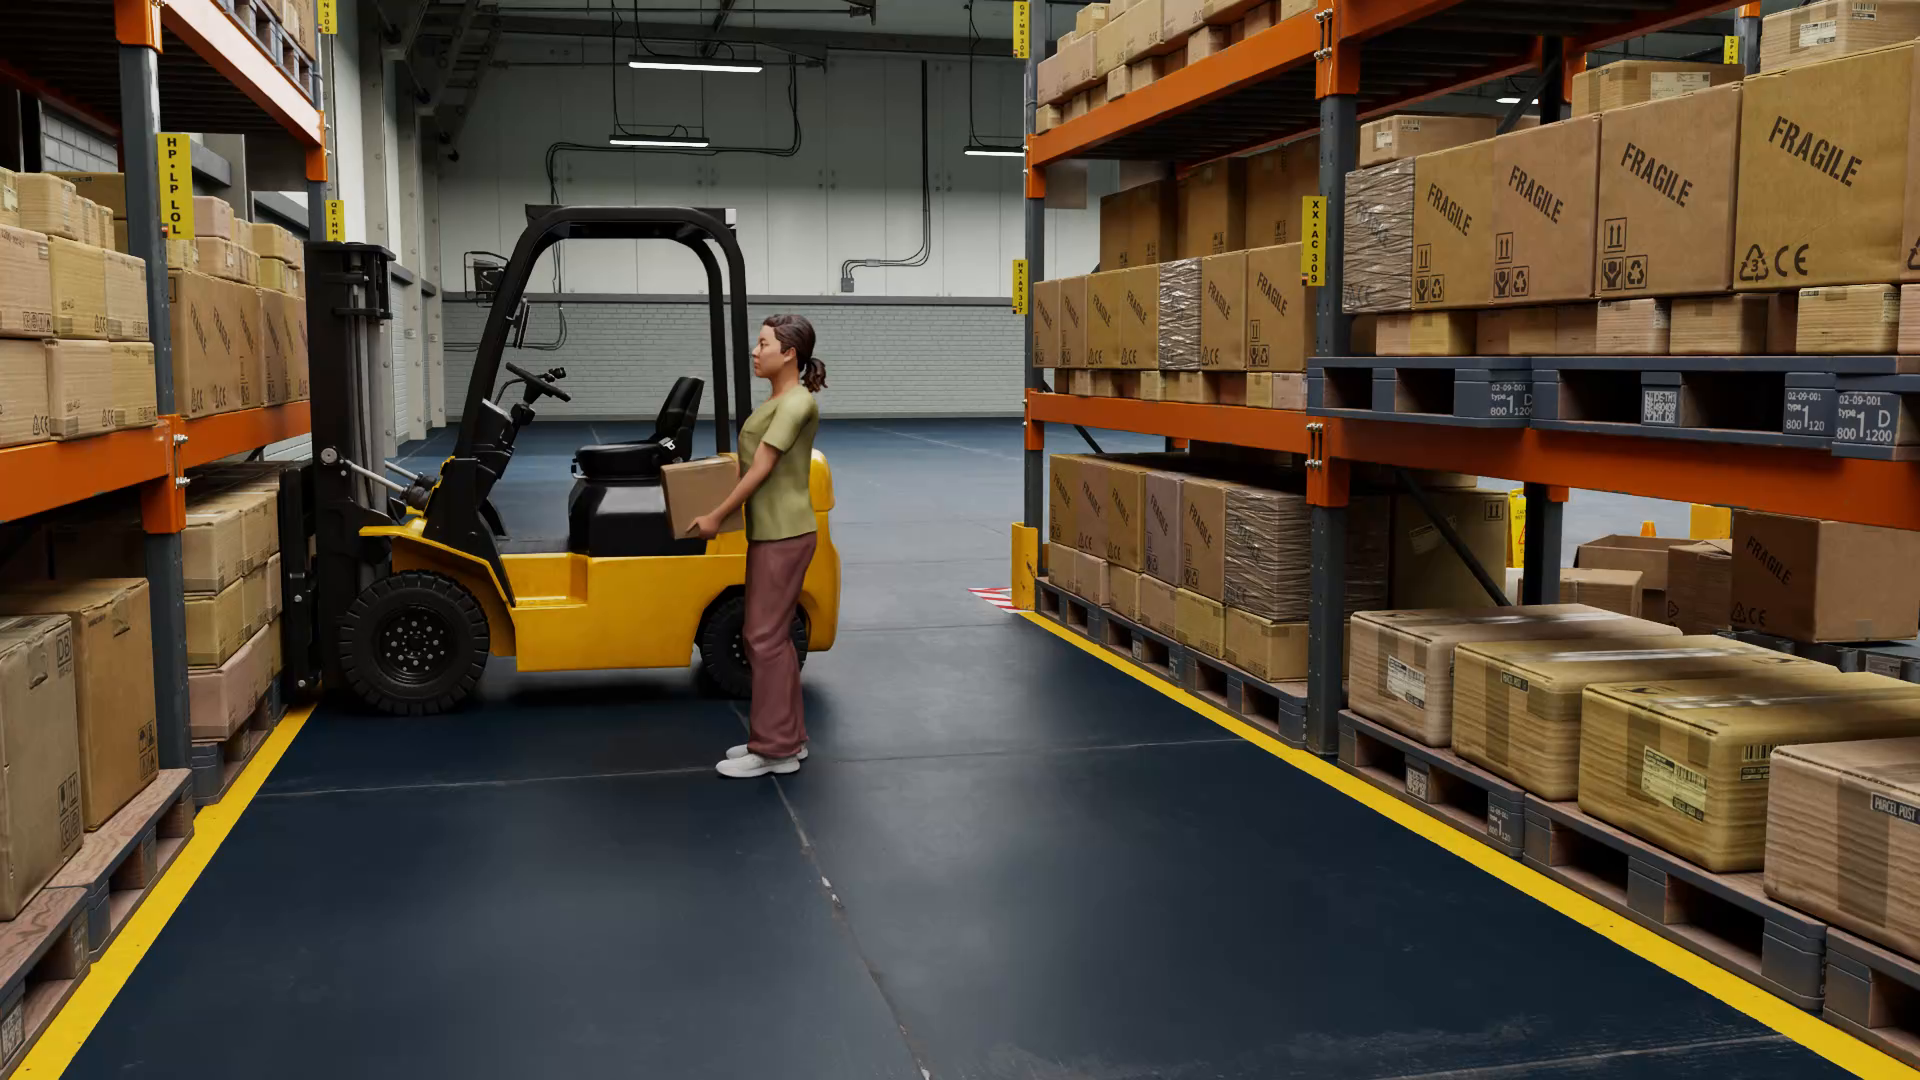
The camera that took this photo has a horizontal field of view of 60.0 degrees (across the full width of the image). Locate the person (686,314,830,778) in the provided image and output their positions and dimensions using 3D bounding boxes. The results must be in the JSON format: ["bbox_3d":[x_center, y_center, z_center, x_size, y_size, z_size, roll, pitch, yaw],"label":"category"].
[{"bbox_3d":[-0.736,0.017,6.044,0.538,1.668,0.421,-2,6,-14],"label":"person"}]
